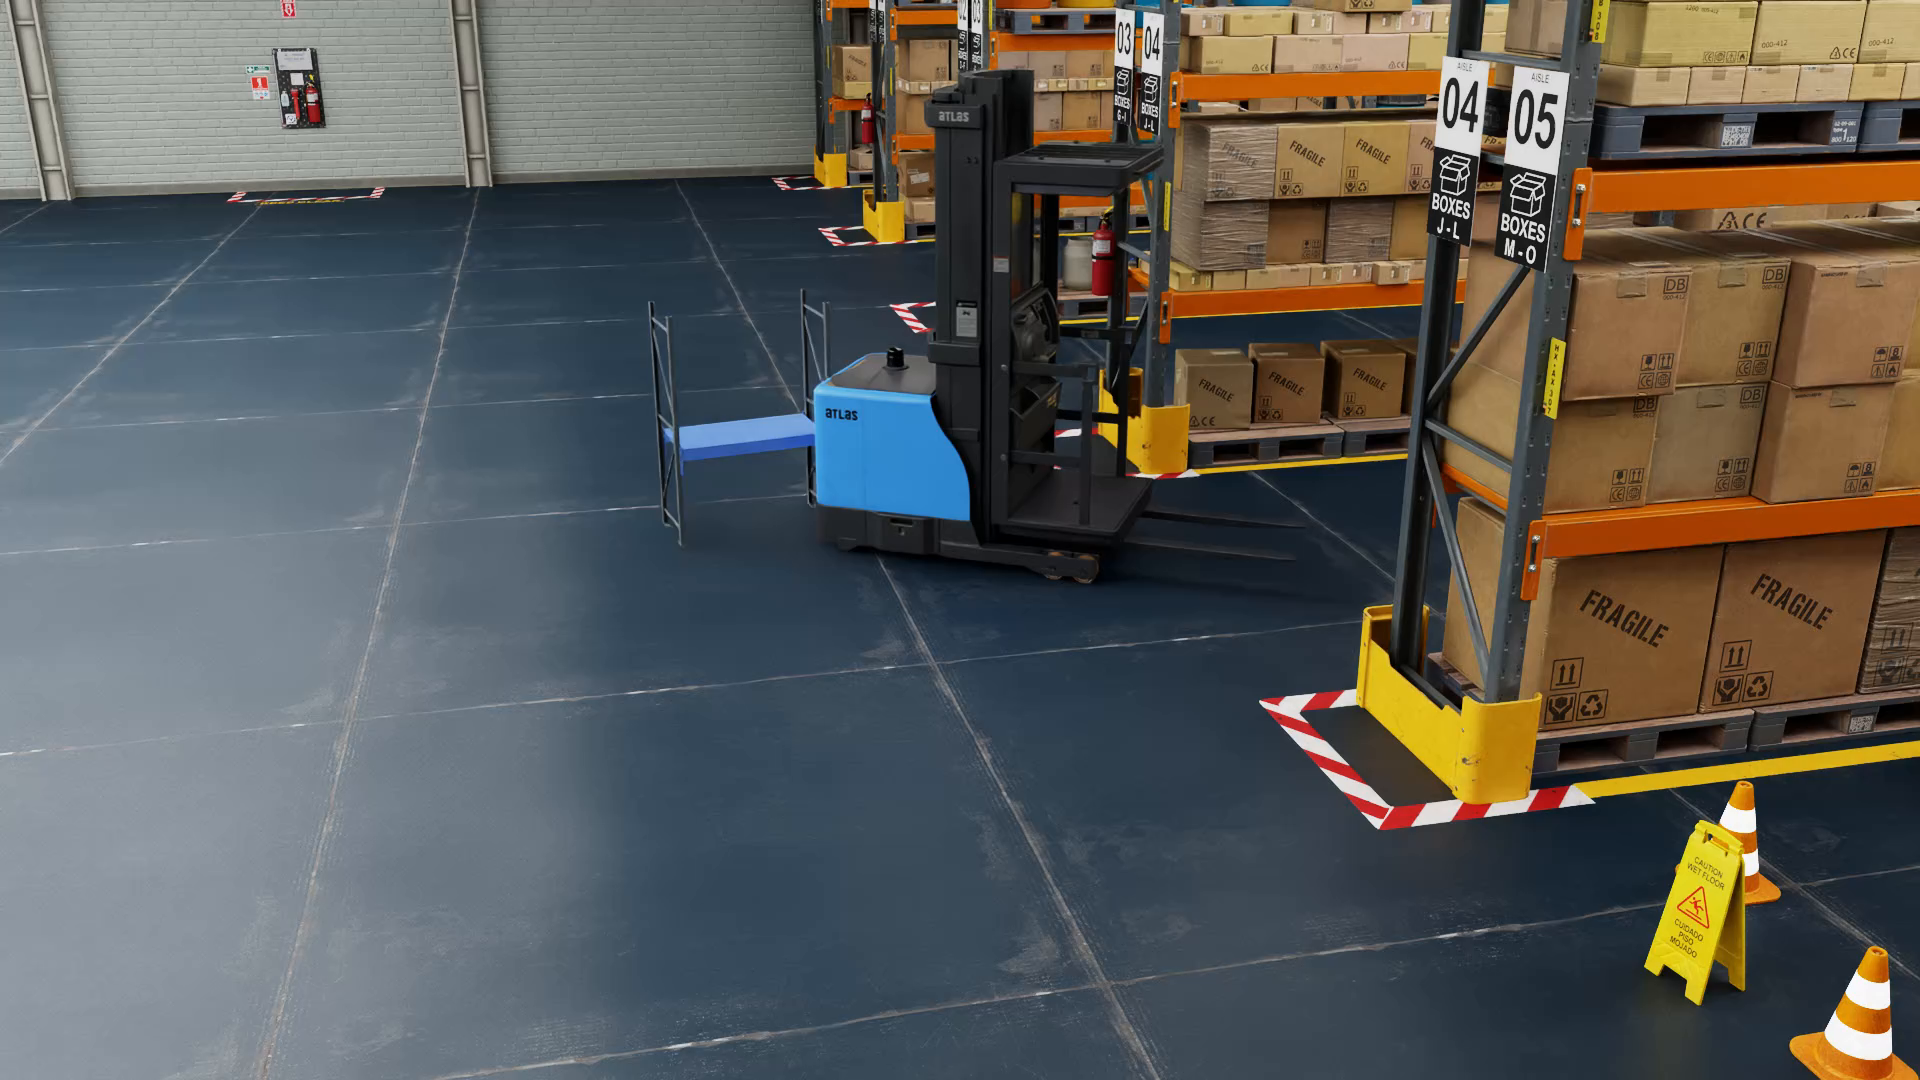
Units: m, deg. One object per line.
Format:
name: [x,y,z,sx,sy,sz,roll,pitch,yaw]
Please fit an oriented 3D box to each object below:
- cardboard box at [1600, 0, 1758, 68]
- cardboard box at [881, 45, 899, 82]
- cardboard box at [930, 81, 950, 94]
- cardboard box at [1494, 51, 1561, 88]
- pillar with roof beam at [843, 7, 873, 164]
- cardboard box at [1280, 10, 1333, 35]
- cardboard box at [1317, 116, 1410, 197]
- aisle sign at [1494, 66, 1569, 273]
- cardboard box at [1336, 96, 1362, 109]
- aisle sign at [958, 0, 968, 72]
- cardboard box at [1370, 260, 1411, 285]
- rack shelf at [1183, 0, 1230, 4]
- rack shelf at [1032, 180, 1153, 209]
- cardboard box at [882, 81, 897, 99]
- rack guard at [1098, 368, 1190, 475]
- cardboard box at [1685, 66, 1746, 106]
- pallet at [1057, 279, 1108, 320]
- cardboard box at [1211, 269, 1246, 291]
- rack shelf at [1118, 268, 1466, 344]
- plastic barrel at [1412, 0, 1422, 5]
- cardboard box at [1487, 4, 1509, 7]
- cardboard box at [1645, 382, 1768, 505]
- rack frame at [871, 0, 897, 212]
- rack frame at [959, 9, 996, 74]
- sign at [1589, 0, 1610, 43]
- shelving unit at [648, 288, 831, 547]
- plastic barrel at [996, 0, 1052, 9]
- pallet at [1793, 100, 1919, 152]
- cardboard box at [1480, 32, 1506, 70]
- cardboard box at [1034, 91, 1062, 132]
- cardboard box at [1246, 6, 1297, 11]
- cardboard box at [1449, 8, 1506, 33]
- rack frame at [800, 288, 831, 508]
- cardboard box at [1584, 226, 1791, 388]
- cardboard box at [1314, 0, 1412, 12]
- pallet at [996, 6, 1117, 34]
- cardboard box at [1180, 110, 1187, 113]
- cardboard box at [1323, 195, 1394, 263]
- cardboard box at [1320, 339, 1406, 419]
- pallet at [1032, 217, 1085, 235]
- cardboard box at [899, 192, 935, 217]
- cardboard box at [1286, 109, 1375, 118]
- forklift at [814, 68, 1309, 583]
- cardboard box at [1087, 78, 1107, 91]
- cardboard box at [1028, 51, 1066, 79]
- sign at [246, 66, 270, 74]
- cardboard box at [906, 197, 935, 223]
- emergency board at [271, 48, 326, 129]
cardboard box: [2.876,-2.088,6.823,0.500,0.250,0.500,-5,21,-13]
cardboard box: [-1.098,-7.320,25.536,0.500,0.500,0.500,-5,21,-12]
cardboard box: [-0.284,-5.731,21.010,0.250,0.149,0.380,-5,21,-14]
cardboard box: [2.593,-2.088,7.403,0.250,0.149,0.380,-5,21,-13]
pillar with roof beam: [-0.642,-8.777,21.693,0.400,9.000,9.100,-5,21,-12]
cardboard box: [2.399,-3.599,11.556,0.250,0.149,0.380,-4,20,-10]
cardboard box: [2.877,-2.768,11.978,0.500,0.500,0.500,-5,21,-12]
aisle sign: [2.347,-1.529,6.847,0.004,0.787,0.394,-5,21,-12]
cardboard box: [5.184,-5.940,22.525,0.500,0.500,0.500,-6,21,-15]
aisle sign: [0.026,-5.055,16.473,0.004,0.787,0.394,-5,21,-12]
cardboard box: [3.119,-1.993,12.260,0.250,0.149,0.380,-5,21,-12]
rack shelf: [3.724,-8.602,26.621,4.000,0.370,1.077,-5,21,-12]
rack shelf: [2.111,-3.561,17.220,4.000,0.370,1.077,-5,21,-12]
cardboard box: [-1.065,-6.974,25.680,0.500,0.250,0.500,-5,21,-14]
rack guard: [1.378,-0.915,12.584,0.348,0.500,1.175,-5,21,-12]
cardboard box: [3.002,-1.889,6.859,0.250,0.149,0.380,-4,21,-12]
pallet: [1.019,-2.515,17.374,1.213,0.211,1.003,-5,21,-12]
cardboard box: [1.884,-1.920,12.061,0.250,0.149,0.380,-5,21,-12]
rack shelf: [3.251,-1.903,12.694,4.000,0.370,1.077,-5,21,-12]
plastic barrel: [4.502,-5.814,17.234,0.708,0.901,0.600,-5,21,-12]
cardboard box: [4.068,-3.909,12.403,0.250,0.149,0.380,-4,21,-11]
cardboard box: [3.228,-0.580,7.818,0.550,0.550,0.875,-5,21,-12]
rack frame: [-0.972,-5.399,21.191,0.127,3.000,1.000,-5,21,-12]
rack frame: [0.164,-3.740,16.664,0.127,3.000,1.000,-5,21,-12]
sign: [2.469,-2.084,6.395,0.005,0.325,0.100,-5,21,-12]
shelving unit: [-1.409,-0.809,10.844,1.048,1.500,0.538,-8,22,-22]
plastic barrel: [0.608,-5.628,16.223,0.708,0.830,0.600,-5,21,-12]
pallet: [4.256,-1.941,7.520,1.213,0.211,1.003,-5,21,-12]
cardboard box: [3.808,-3.533,11.957,0.500,0.250,0.500,-5,21,-13]
cardboard box: [0.991,-5.602,21.600,0.500,0.500,0.700,-4,21,-11]
cardboard box: [2.263,-3.801,12.109,0.250,0.149,0.380,-5,21,-12]
cardboard box: [3.666,-3.696,11.820,0.250,0.149,0.380,-4,20,-10]
rack frame: [-0.942,-0.879,11.034,0.032,1.500,0.500,-8,22,-22]
cardboard box: [3.231,-1.082,7.620,0.550,0.550,0.875,-5,21,-12]
cardboard box: [2.811,-3.939,11.542,0.500,0.500,0.500,-5,21,-13]
pallet: [0.992,-5.093,16.270,1.213,0.211,1.003,-5,21,-12]
cardboard box: [3.423,-6.900,27.195,0.500,0.250,0.500,-5,21,-14]
cardboard box: [2.801,-2.408,12.450,0.500,0.500,0.875,-5,21,-12]
cardboard box: [3.103,-1.252,12.894,0.500,0.500,0.500,-3,20,-7]
pallet: [0.948,-4.259,22.135,1.213,0.211,1.003,-5,21,-12]
cardboard box: [-0.518,-4.446,21.978,0.500,0.250,0.500,-5,21,-12]
cardboard box: [2.755,-2.945,12.461,0.500,0.500,0.500,-5,21,-12]
forklift: [0.650,-1.319,10.154,3.031,2.935,1.130,6,21,17]
cardboard box: [1.715,-5.893,21.454,0.250,0.149,0.380,-5,21,-13]
cardboard box: [1.025,-6.215,21.388,0.500,0.500,0.700,-5,21,-12]
sign: [-10.441,-6.997,24.733,0.331,0.109,0.001,-5,21,-12]
cardboard box: [-0.399,-4.273,21.504,0.500,0.250,0.500,-5,21,-12]
emergency board: [-9.886,-6.744,24.863,0.643,1.169,0.194,-5,21,-12]
